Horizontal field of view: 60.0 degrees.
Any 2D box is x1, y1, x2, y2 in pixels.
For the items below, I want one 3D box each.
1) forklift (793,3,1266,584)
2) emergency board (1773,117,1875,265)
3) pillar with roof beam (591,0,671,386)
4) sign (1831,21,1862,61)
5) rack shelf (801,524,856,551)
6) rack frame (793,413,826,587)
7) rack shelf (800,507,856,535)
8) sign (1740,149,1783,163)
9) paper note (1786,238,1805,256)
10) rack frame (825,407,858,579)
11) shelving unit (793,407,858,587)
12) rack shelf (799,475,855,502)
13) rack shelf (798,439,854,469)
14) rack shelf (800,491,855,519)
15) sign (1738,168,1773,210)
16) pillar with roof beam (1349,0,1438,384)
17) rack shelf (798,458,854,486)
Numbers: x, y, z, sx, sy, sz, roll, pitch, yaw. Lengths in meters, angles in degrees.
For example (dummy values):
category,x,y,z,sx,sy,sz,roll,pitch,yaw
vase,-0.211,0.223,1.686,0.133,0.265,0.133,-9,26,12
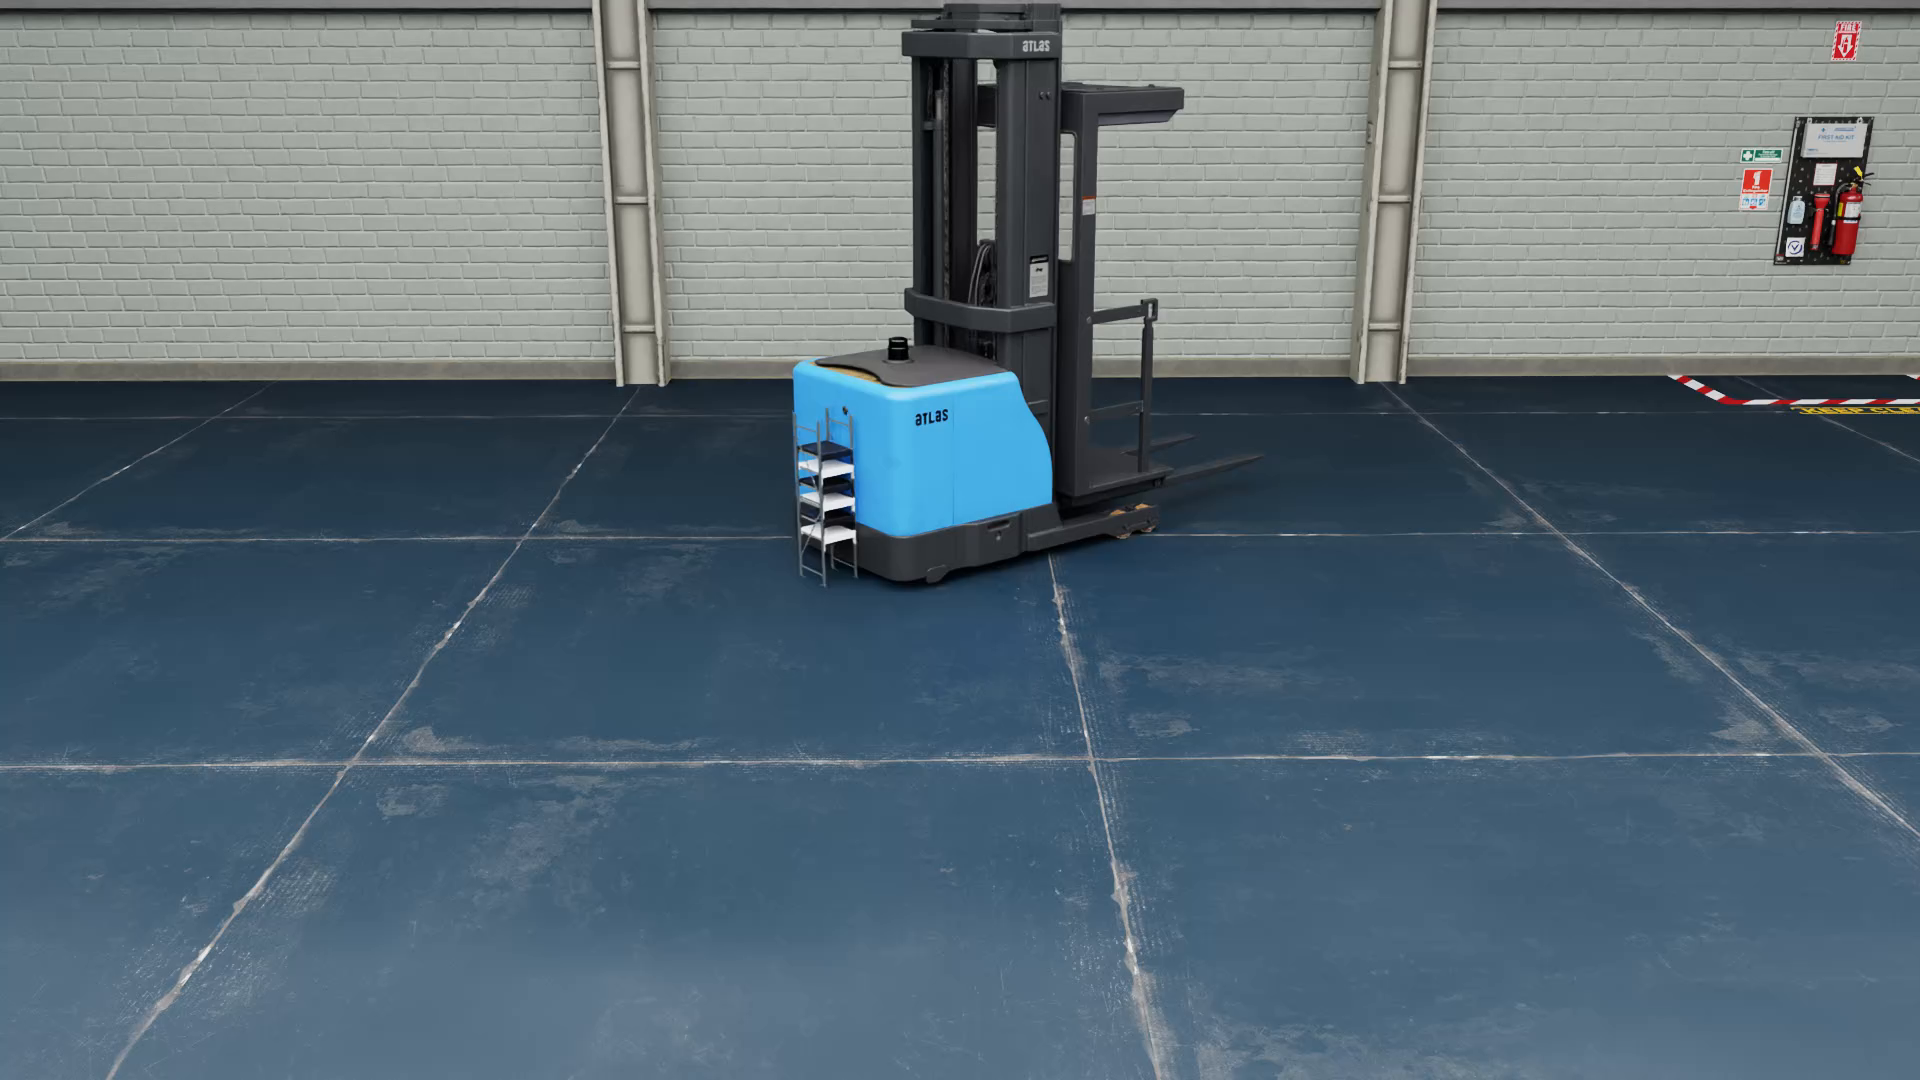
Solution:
category,x,y,z,sx,sy,sz,roll,pitch,yaw
forklift,0.542,-1.513,9.465,3.031,2.935,1.130,-14,22,-36
emergency board,6.950,-2.773,13.282,0.643,1.169,0.194,0,18,-1
pillar with roof beam,-2.509,-4.258,8.088,0.400,9.000,9.100,0,18,-1
sign,6.941,-3.908,13.023,0.199,0.298,0.001,0,18,-1
rack shelf,-0.707,-0.024,8.844,0.200,0.077,0.258,-15,23,-36
rack frame,-0.788,-0.206,8.717,0.006,0.900,0.240,-15,23,-36
rack shelf,-0.708,-0.110,8.816,0.200,0.077,0.258,-15,23,-36
sign,6.400,-3.069,13.277,0.331,0.109,0.001,0,18,-1
paper note,6.772,-2.374,13.480,0.142,0.148,0.016,0,18,-1
rack frame,-0.630,-0.248,8.838,0.006,0.900,0.240,-15,23,-36
shelving unit,-0.709,-0.227,8.778,0.210,0.900,0.258,-15,23,-36
rack shelf,-0.710,-0.281,8.760,0.200,0.077,0.258,-15,23,-36
rack shelf,-0.711,-0.452,8.704,0.200,0.077,0.258,-15,23,-36
rack shelf,-0.709,-0.195,8.788,0.200,0.077,0.258,-15,23,-36
sign,6.396,-2.819,13.367,0.234,0.329,0.001,0,18,-1
pillar with roof beam,3.490,-4.286,8.178,0.400,9.000,9.100,0,18,-1
rack shelf,-0.711,-0.366,8.732,0.200,0.077,0.258,-15,23,-36
